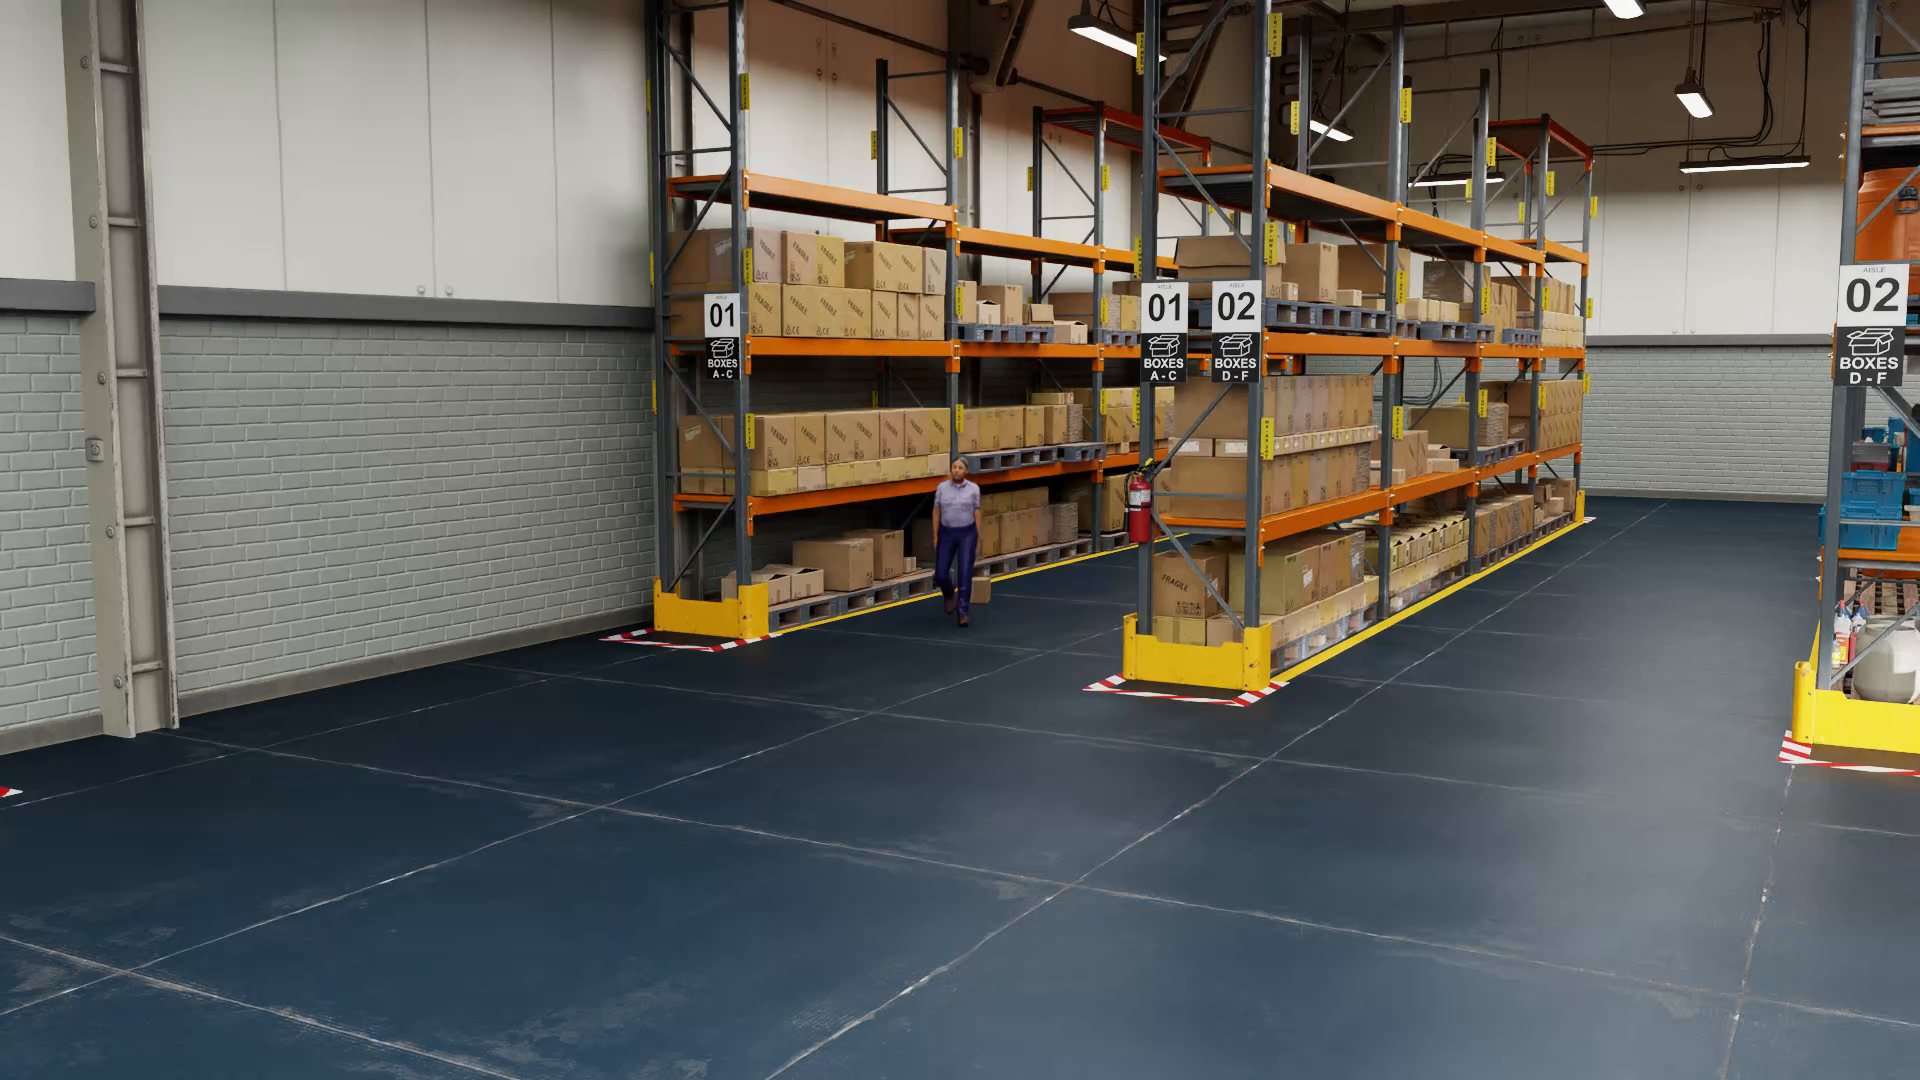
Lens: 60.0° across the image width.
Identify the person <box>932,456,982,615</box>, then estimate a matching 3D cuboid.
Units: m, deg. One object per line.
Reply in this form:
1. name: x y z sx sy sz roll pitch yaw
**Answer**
1. person: -0.027 -0.049 16.406 0.486 1.568 0.482 0 6 4
